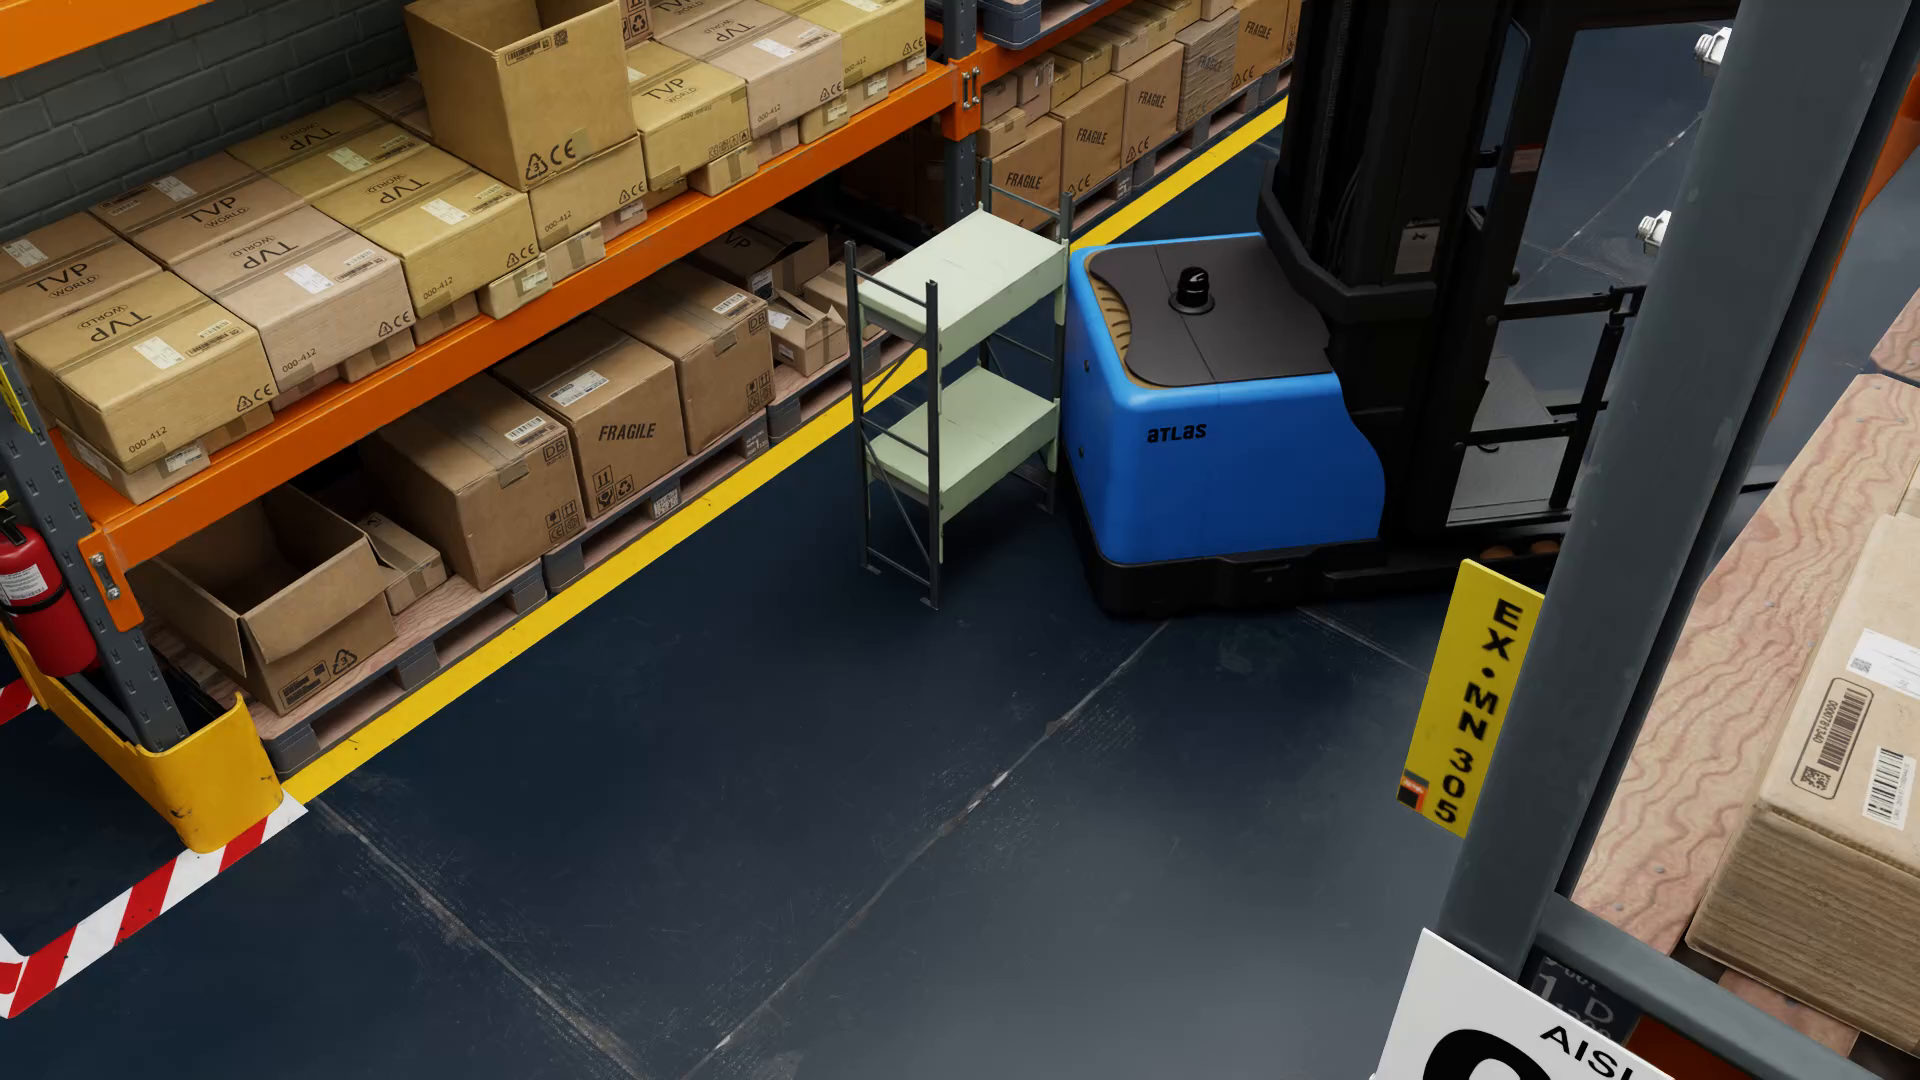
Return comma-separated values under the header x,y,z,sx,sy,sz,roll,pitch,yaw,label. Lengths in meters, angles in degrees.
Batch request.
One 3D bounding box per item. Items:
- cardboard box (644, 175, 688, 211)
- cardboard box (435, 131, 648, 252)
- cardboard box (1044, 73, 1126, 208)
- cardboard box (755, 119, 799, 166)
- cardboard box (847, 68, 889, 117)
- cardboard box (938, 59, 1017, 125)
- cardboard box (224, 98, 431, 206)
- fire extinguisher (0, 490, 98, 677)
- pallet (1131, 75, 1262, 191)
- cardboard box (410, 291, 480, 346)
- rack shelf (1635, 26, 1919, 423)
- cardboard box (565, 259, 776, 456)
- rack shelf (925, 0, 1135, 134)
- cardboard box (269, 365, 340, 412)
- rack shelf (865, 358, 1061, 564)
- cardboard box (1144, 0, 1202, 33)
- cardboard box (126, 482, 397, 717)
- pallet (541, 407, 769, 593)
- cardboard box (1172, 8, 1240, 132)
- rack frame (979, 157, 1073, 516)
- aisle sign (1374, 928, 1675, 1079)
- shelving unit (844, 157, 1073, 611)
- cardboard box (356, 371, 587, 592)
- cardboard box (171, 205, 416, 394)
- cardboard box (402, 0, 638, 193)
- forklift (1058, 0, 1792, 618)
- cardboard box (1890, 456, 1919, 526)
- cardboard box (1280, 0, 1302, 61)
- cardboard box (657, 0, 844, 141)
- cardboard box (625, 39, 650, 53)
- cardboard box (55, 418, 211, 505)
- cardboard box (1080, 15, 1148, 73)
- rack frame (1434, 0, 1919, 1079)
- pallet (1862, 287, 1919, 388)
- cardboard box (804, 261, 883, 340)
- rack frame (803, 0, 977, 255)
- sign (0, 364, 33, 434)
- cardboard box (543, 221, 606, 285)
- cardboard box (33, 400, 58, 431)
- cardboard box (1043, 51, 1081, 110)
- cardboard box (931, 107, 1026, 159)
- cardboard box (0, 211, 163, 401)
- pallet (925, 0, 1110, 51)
x,y,z,sx,sy,sz,roll,pitch,yaw,label
-1.245,-1.393,6.239,0.380,0.149,0.250,30,50,29,cardboard box
-1.465,-1.305,5.846,0.500,0.250,0.500,28,49,27,cardboard box
0.469,-2.059,8.331,0.500,0.500,0.500,29,50,28,cardboard box
-0.850,-1.621,6.490,0.380,0.149,0.250,31,51,29,cardboard box
-0.512,-1.889,6.784,0.380,0.149,0.250,31,51,29,cardboard box
0.039,-2.075,7.645,0.380,0.149,0.250,29,50,28,cardboard box
-2.176,-1.263,5.800,0.500,0.250,0.500,31,51,30,cardboard box
-2.665,0.103,4.741,0.296,0.674,0.183,29,50,28,fire extinguisher
0.930,-2.433,9.269,1.003,0.211,1.213,29,50,28,pallet
-1.855,-0.841,5.632,0.380,0.149,0.250,30,50,29,cardboard box
2.165,-1.027,2.023,1.077,0.370,4.000,29,50,28,rack shelf
-1.209,-0.801,6.948,0.700,0.500,0.500,28,49,27,cardboard box
0.938,-3.162,8.533,1.077,0.370,4.000,29,50,28,rack shelf
-2.231,-0.598,5.365,0.380,0.149,0.250,29,50,28,cardboard box
0.001,-0.317,6.468,0.431,0.370,0.720,30,50,28,rack shelf
1.029,-2.790,8.652,0.380,0.149,0.250,30,50,29,cardboard box
-2.457,0.155,5.893,0.797,0.503,0.637,28,49,27,cardboard box
-1.577,-0.383,7.014,1.003,0.211,1.213,29,50,28,pallet
1.132,-2.579,8.902,0.500,0.500,0.500,28,49,27,cardboard box
0.237,-0.747,6.456,0.400,1.500,0.023,30,50,28,rack frame
0.594,0.749,1.764,0.394,0.787,0.004,29,50,28,aisle sign
0.002,-0.558,6.249,0.431,1.500,0.755,30,50,28,shelving unit
-1.878,-0.267,6.360,0.700,0.500,0.500,32,51,30,cardboard box
-2.101,-0.770,5.258,0.500,0.250,0.500,30,50,29,cardboard box
-1.460,-1.561,5.570,0.500,0.500,0.500,31,51,29,cardboard box
1.947,-1.249,5.944,3.031,2.935,1.130,-6,43,-7,forklift
1.307,0.078,2.006,0.380,0.149,0.250,26,48,26,cardboard box
1.787,-3.125,9.503,0.500,0.500,0.500,29,50,28,cardboard box
-0.801,-1.821,6.414,0.500,0.250,0.500,30,50,29,cardboard box
-1.526,-1.789,6.378,0.500,0.250,0.500,31,50,29,cardboard box
-2.502,-0.297,5.033,0.380,0.149,0.250,29,50,28,cardboard box
0.716,-2.512,8.346,0.380,0.149,0.250,29,50,28,cardboard box
0.878,-0.412,0.514,1.000,3.000,0.127,29,50,28,rack frame
2.132,-0.287,2.672,1.003,0.211,1.213,29,50,28,pallet
-0.483,-1.085,7.521,0.380,0.149,0.250,28,49,27,cardboard box
-0.349,-2.399,7.159,1.000,3.000,0.127,29,50,28,rack frame
-2.508,-0.425,4.344,0.100,0.325,0.005,29,50,28,sign
-1.481,-1.083,5.898,0.380,0.149,0.250,31,50,29,cardboard box
-2.916,-0.533,5.293,0.380,0.149,0.250,29,50,28,cardboard box
0.361,-2.252,8.061,0.380,0.149,0.250,27,49,26,cardboard box
0.085,-1.939,7.716,0.380,0.149,0.250,32,51,30,cardboard box
-2.831,-0.745,5.231,0.500,0.250,0.500,31,51,30,cardboard box
0.248,-2.692,7.624,1.003,0.211,1.213,29,50,28,pallet
